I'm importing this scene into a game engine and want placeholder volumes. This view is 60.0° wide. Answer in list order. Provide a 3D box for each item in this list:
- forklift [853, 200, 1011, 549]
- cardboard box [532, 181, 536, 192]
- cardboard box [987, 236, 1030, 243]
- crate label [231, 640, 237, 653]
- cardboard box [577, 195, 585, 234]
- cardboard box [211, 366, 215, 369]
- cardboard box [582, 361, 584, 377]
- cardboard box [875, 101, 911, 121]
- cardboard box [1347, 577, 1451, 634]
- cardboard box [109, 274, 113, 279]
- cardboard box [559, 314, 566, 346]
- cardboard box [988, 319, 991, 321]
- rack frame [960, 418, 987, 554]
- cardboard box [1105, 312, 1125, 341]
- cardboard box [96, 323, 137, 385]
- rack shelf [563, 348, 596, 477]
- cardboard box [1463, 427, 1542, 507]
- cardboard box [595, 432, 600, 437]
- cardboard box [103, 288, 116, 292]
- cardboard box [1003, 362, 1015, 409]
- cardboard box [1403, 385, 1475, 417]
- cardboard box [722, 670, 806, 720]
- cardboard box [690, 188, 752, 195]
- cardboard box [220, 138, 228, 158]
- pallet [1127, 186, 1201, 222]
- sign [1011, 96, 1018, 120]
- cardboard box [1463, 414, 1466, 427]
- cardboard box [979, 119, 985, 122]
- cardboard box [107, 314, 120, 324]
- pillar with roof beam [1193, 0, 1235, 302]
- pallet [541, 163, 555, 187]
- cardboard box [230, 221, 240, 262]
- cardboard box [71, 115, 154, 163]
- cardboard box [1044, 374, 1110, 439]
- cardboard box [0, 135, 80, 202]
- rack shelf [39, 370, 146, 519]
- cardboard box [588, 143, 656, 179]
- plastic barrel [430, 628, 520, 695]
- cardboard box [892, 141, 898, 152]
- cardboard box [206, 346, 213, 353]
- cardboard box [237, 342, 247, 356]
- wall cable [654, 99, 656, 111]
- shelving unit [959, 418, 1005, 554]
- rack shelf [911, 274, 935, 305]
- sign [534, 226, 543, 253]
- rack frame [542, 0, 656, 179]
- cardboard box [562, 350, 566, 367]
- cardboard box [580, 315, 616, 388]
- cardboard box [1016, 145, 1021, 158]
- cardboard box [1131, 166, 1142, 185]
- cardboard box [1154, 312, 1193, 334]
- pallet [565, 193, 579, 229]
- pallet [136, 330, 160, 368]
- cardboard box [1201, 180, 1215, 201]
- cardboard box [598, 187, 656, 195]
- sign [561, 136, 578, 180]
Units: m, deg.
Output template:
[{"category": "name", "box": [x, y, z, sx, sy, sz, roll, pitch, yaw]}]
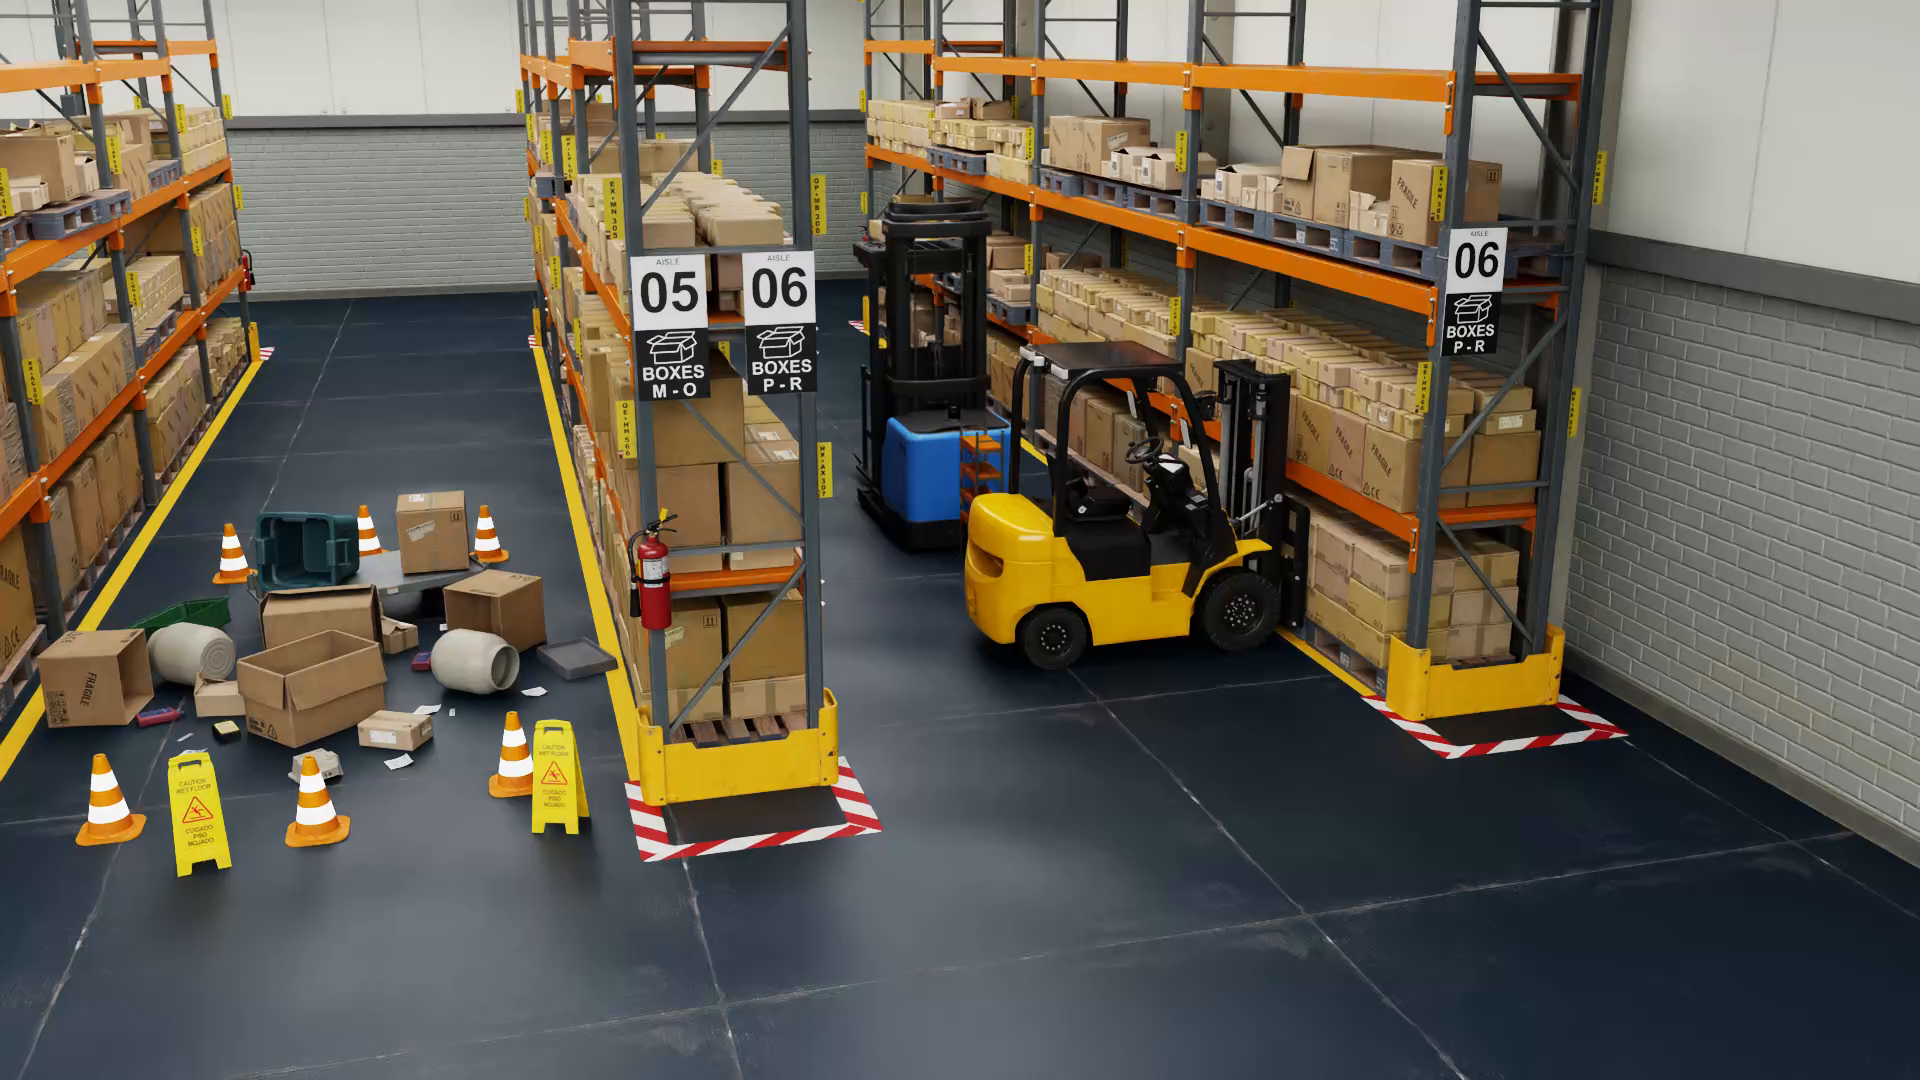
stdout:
[{"category": "forklift", "box": [-0.360, -1.710, 15.550, 1.130, 2.935, 3.031, -5, 17, -15]}, {"category": "cardboard box", "box": [-5.683, -4.868, 22.904, 0.380, 0.149, 0.250, -5, 18, -17]}, {"category": "cardboard box", "box": [0.441, -3.394, 20.133, 0.700, 0.500, 0.500, -5, 17, -16]}, {"category": "crate label", "box": [-5.415, 0.798, 12.057, 0.250, 0.136, 0.298, 11, 20, 32]}, {"category": "cardboard box", "box": [-2.550, -2.414, 12.305, 0.500, 0.250, 0.500, -5, 17, -16]}, {"category": "cardboard box", "box": [-9.459, -2.150, 20.605, 0.380, 0.149, 0.250, -6, 18, -18]}, {"category": "cardboard box", "box": [-3.049, -1.465, 14.321, 0.380, 0.149, 0.250, -5, 17, -15]}, {"category": "cardboard box", "box": [-0.932, -6.225, 24.123, 0.500, 0.250, 0.500, -5, 17, -16]}, {"category": "cardboard box", "box": [3.029, 0.429, 11.491, 0.500, 0.250, 0.500, -5, 17, -16]}, {"category": "cardboard box", "box": [-9.599, -2.850, 18.417, 0.380, 0.149, 0.250, -5, 17, -16]}, {"category": "cardboard box", "box": [-3.895, -2.204, 17.338, 0.500, 0.250, 0.500, -5, 18, -17]}, {"category": "cardboard box", "box": [0.544, -2.892, 21.855, 0.380, 0.149, 0.250, -5, 18, -17]}, {"category": "rack frame", "box": [0.115, -0.460, 14.399, 0.240, 1.200, 0.015, -5, 17, -15]}, {"category": "cardboard box", "box": [1.700, -2.011, 15.824, 0.500, 0.250, 0.500, -4, 17, -14]}, {"category": "cardboard box", "box": [-7.857, -1.682, 15.164, 0.500, 0.500, 0.500, -5, 17, -15]}, {"category": "rack shelf", "box": [-2.957, -1.259, 15.180, 1.077, 0.370, 4.000, -5, 17, -15]}, {"category": "cardboard box", "box": [3.594, -0.544, 11.377, 0.500, 0.500, 0.500, -4, 17, -13]}, {"category": "cardboard box", "box": [-2.555, -1.097, 12.700, 0.500, 0.500, 0.500, -5, 17, -15]}, {"category": "cardboard box", "box": [-8.319, -2.389, 16.363, 0.380, 0.149, 0.250, -5, 17, -16]}, {"category": "cardboard box", "box": [0.814, -1.794, 19.324, 0.500, 0.500, 0.500, -5, 17, -16]}, {"category": "cardboard box", "box": [3.162, -0.921, 10.986, 0.380, 0.149, 0.250, -5, 17, -15]}, {"category": "cardboard box", "box": [-1.264, 0.927, 10.703, 0.500, 0.250, 0.500, -5, 17, -16]}, {"category": "cardboard box", "box": [-1.593, -2.257, 11.088, 0.380, 0.149, 0.250, -4, 17, -15]}, {"category": "cardboard box", "box": [-10.058, -5.210, 22.130, 0.500, 0.250, 0.500, -5, 17, -16]}, {"category": "pallet", "box": [2.109, -3.032, 14.950, 0.805, 0.209, 1.217, -5, 18, -17]}, {"category": "sign", "box": [0.698, -5.575, 21.499, 0.100, 0.325, 0.005, -5, 17, -15]}, {"category": "cardboard box", "box": [3.490, -0.874, 11.345, 0.380, 0.149, 0.250, -5, 17, -15]}, {"category": "cardboard box", "box": [0.452, -5.222, 20.923, 0.380, 0.149, 0.250, -5, 17, -15]}, {"category": "cardboard box", "box": [-8.178, -2.110, 15.953, 0.380, 0.149, 0.250, -4, 17, -13]}, {"category": "pillar with roof beam", "box": [-1.650, -4.794, 15.269, 9.100, 9.000, 0.400, -5, 17, -15]}, {"category": "pallet", "box": [-4.045, -3.986, 18.122, 1.003, 0.211, 1.213, -4, 17, -13]}, {"category": "cardboard box", "box": [-10.066, -4.037, 22.486, 0.500, 0.500, 0.500, -4, 17, -14]}, {"category": "cardboard box", "box": [-9.339, -4.416, 18.322, 0.700, 0.500, 0.500, -5, 17, -15]}, {"category": "cardboard box", "box": [1.423, -1.441, 17.932, 0.875, 0.625, 0.625, -4, 17, -13]}, {"category": "cardboard box", "box": [-7.492, -3.012, 13.475, 0.500, 0.500, 0.500, -5, 17, -15]}, {"category": "rack shelf", "box": [-7.689, -0.840, 13.785, 1.077, 0.370, 4.000, -5, 17, -15]}, {"category": "cardboard box", "box": [-2.689, -3.006, 13.193, 0.500, 0.250, 0.500, -4, 17, -14]}, {"category": "plastic barrel", "box": [-3.332, 0.838, 11.426, 0.512, 0.421, 0.421, 7, 18, 23]}, {"category": "cardboard box", "box": [-0.742, -5.541, 23.408, 0.380, 0.149, 0.250, -5, 17, -15]}, {"category": "cardboard box", "box": [-9.462, -2.294, 20.565, 0.380, 0.149, 0.250, -5, 17, -17]}, {"category": "cardboard box", "box": [-9.924, -2.594, 22.599, 0.380, 0.149, 0.250, -4, 17, -14]}, {"category": "wall cable", "box": [-4.127, -9.081, 29.475, 2.988, 3.039, 0.133, -5, 17, -15]}, {"category": "shelving unit", "box": [0.182, -0.393, 14.174, 0.258, 1.200, 0.503, -5, 17, -15]}, {"category": "rack shelf", "box": [-0.384, -3.866, 23.857, 1.077, 0.370, 4.000, -5, 17, -15]}, {"category": "sign", "box": [-5.139, -3.672, 20.319, 0.100, 0.325, 0.005, -5, 17, -15]}, {"category": "rack frame", "box": [-3.507, -5.030, 16.056, 1.000, 3.000, 0.127, -5, 17, -15]}, {"category": "cardboard box", "box": [-4.675, -2.420, 21.517, 0.875, 0.438, 0.875, -5, 17, -16]}, {"category": "cardboard box", "box": [-2.264, -1.297, 11.626, 0.700, 0.500, 0.500, -5, 17, -16]}, {"category": "cardboard box", "box": [0.836, -4.333, 18.517, 0.380, 0.149, 0.250, -4, 17, -14]}, {"category": "cardboard box", "box": [1.770, -3.289, 15.008, 0.380, 0.149, 0.250, -5, 17, -15]}, {"category": "cardboard box", "box": [1.968, -1.949, 14.927, 0.380, 0.149, 0.250, -5, 17, -16]}, {"category": "pallet", "box": [-2.763, -2.863, 14.382, 1.213, 0.211, 1.003, -5, 17, -15]}, {"category": "pallet", "box": [-8.537, -1.834, 16.179, 1.213, 0.211, 1.003, -5, 17, -15]}, {"category": "cardboard box", "box": [2.195, -2.861, 13.582, 0.380, 0.149, 0.250, -4, 17, -14]}, {"category": "cardboard box", "box": [-2.224, -2.280, 11.164, 0.380, 0.149, 0.250, -5, 17, -16]}, {"category": "sign", "box": [-2.940, -2.878, 12.523, 0.100, 0.325, 0.005, -5, 17, -15]}]
